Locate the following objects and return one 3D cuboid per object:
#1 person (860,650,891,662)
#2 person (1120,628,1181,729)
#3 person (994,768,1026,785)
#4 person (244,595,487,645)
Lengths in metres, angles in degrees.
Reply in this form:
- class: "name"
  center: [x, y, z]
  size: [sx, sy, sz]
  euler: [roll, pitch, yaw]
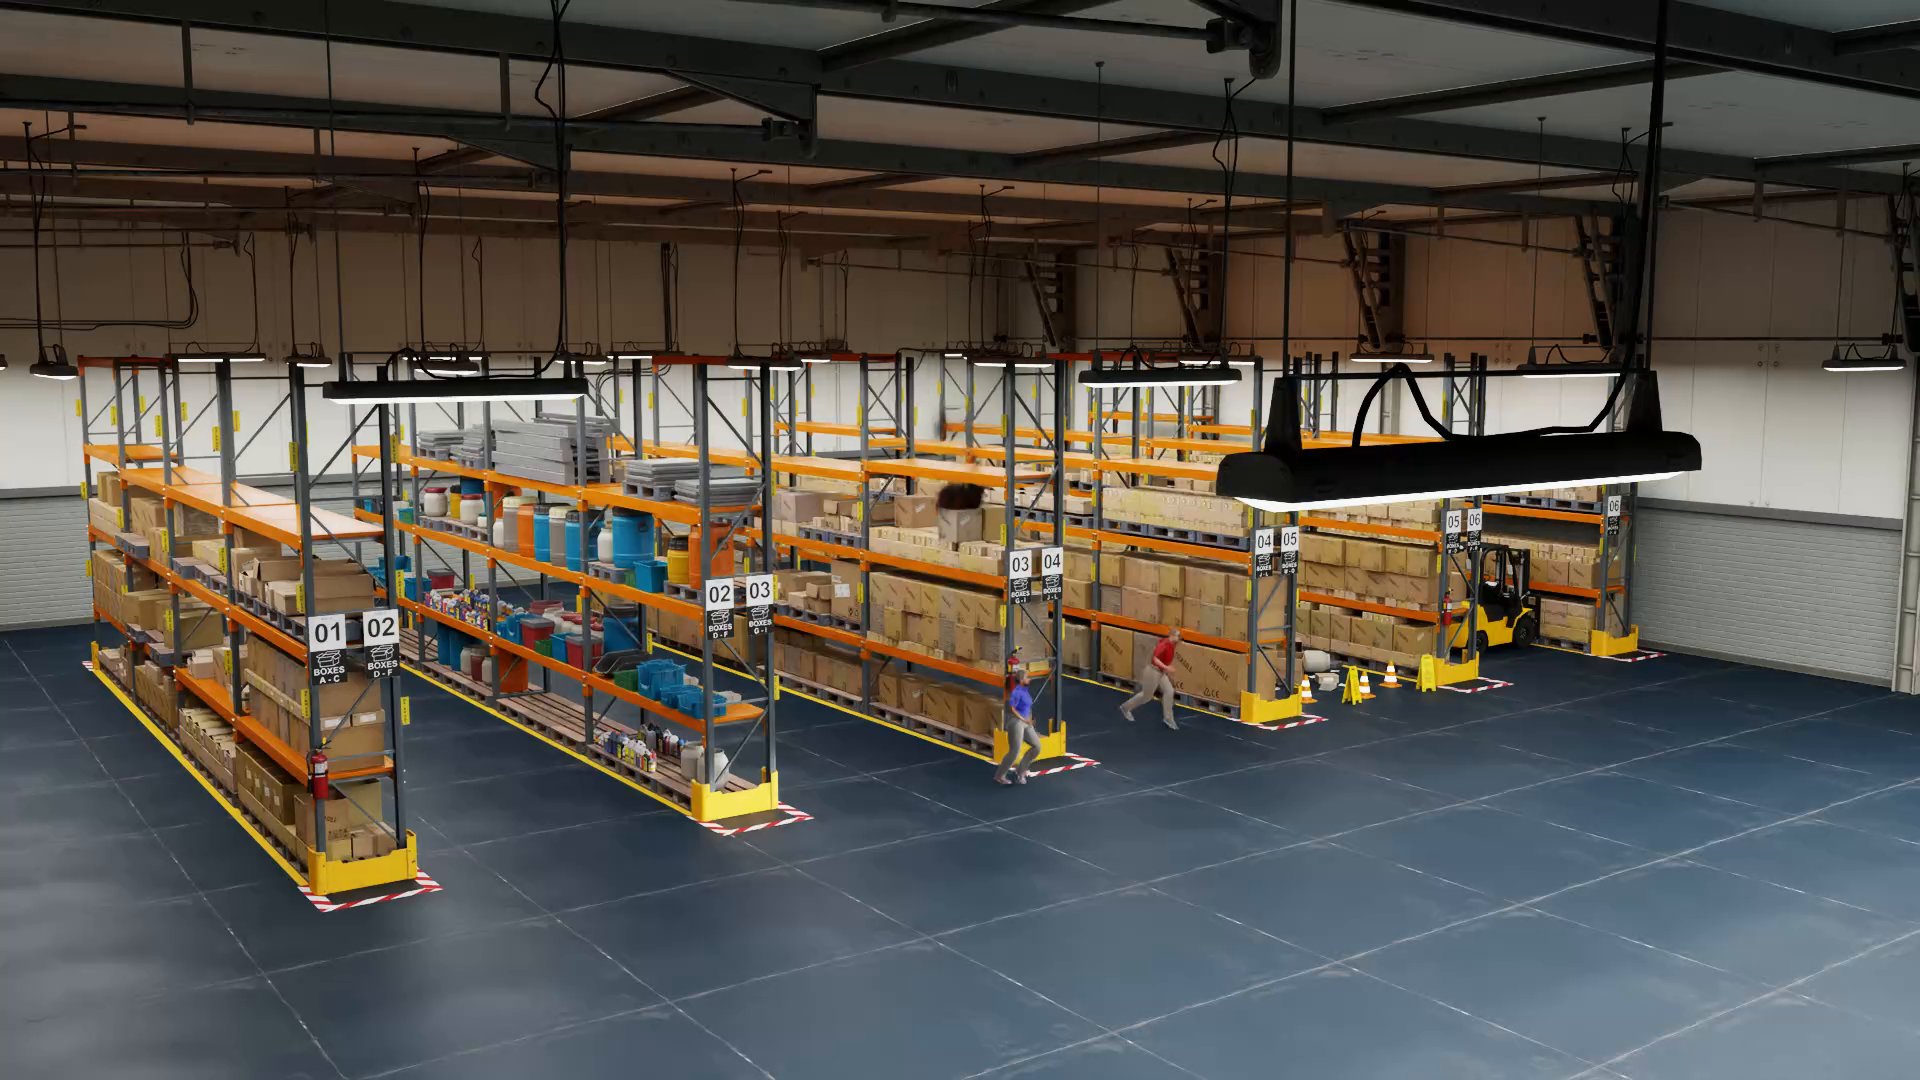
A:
- class: "person"
  center: [-1.630, 1.552, 32.169]
  size: [0.643, 1.782, 0.850]
  euler: [-7, 10, -43]
- class: "person"
  center: [3.125, 2.249, 27.214]
  size: [1.020, 1.694, 0.703]
  euler: [2, 7, 20]
- class: "person"
  center: [0.724, 3.316, 23.703]
  size: [0.454, 0.342, 0.346]
  euler: [3, 8, 25]
- class: "person"
  center: [-11.647, 1.702, 31.838]
  size: [5.161, 1.574, 2.966]
  euler: [7, 10, 44]
